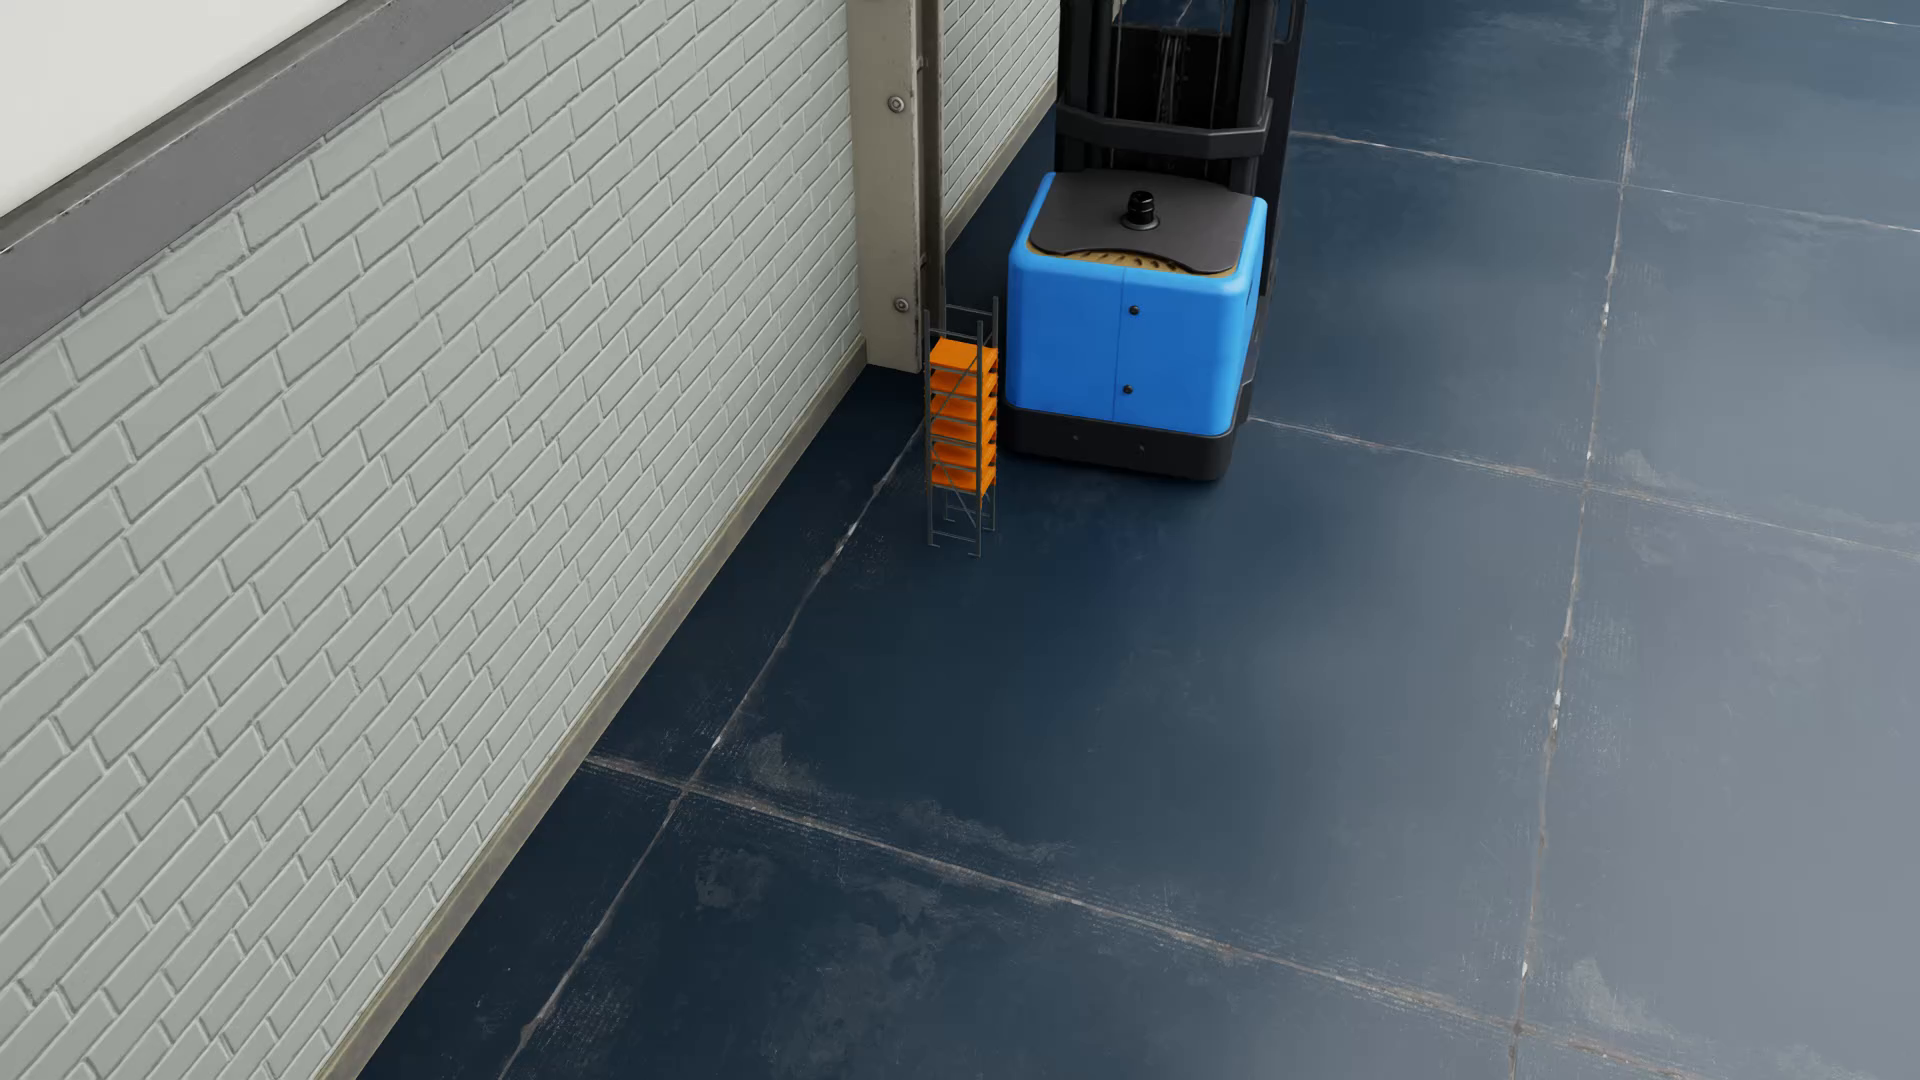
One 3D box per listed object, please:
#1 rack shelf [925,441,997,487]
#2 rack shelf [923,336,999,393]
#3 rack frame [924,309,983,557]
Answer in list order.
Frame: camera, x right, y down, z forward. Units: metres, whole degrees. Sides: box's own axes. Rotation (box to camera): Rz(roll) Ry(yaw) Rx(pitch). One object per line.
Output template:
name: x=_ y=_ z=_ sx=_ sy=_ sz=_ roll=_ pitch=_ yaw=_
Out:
rack shelf: x=0.005 y=-0.340 z=6.978 sx=0.258 sy=0.103 sz=0.180 roll=13 pitch=42 yaw=15
rack shelf: x=0.005 y=-0.705 z=6.666 sx=0.258 sy=0.103 sz=0.180 roll=13 pitch=42 yaw=15
rack frame: x=-0.026 y=-0.409 z=6.806 sx=0.240 sy=1.200 sz=0.006 roll=13 pitch=42 yaw=15
